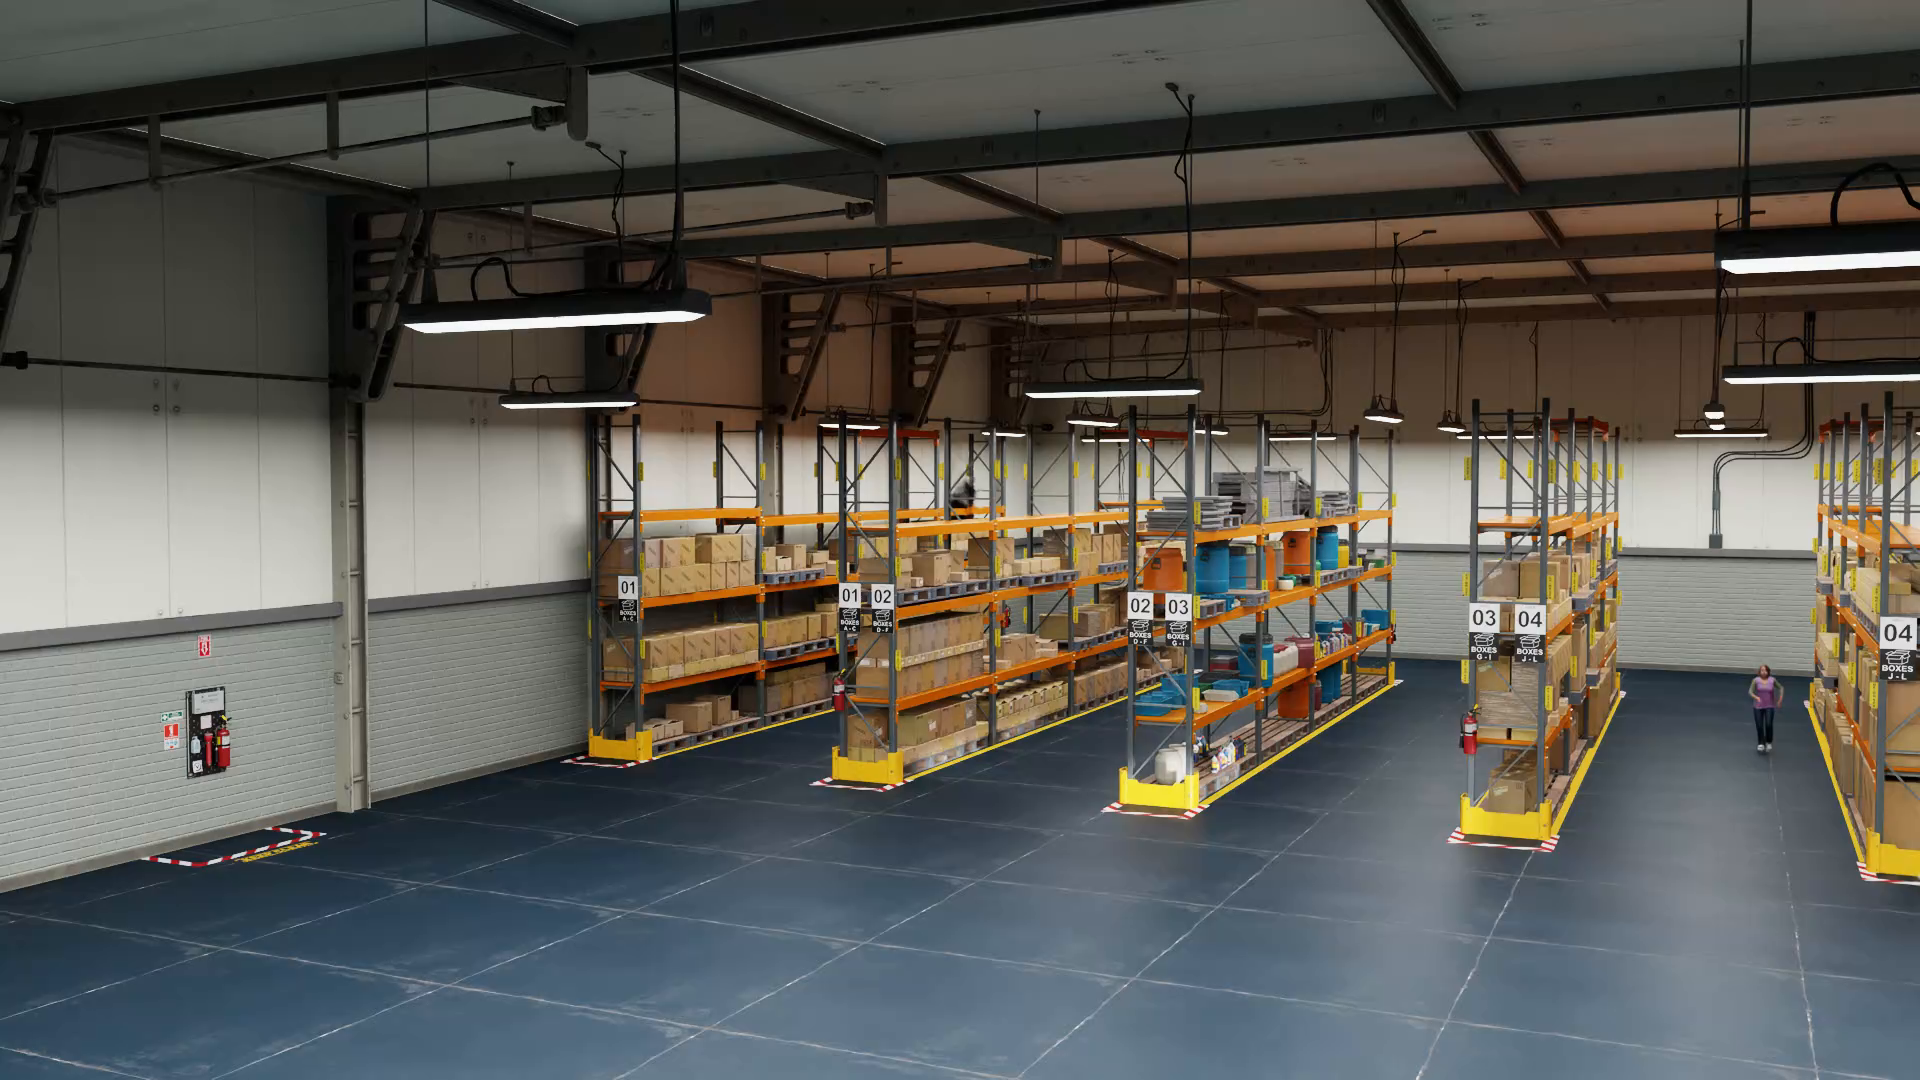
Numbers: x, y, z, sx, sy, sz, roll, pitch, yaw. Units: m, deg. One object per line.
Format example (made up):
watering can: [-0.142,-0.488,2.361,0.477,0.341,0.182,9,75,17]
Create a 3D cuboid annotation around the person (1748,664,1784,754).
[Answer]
person: [14.277,2.999,29.478,0.562,1.595,0.642,1,3,28]
